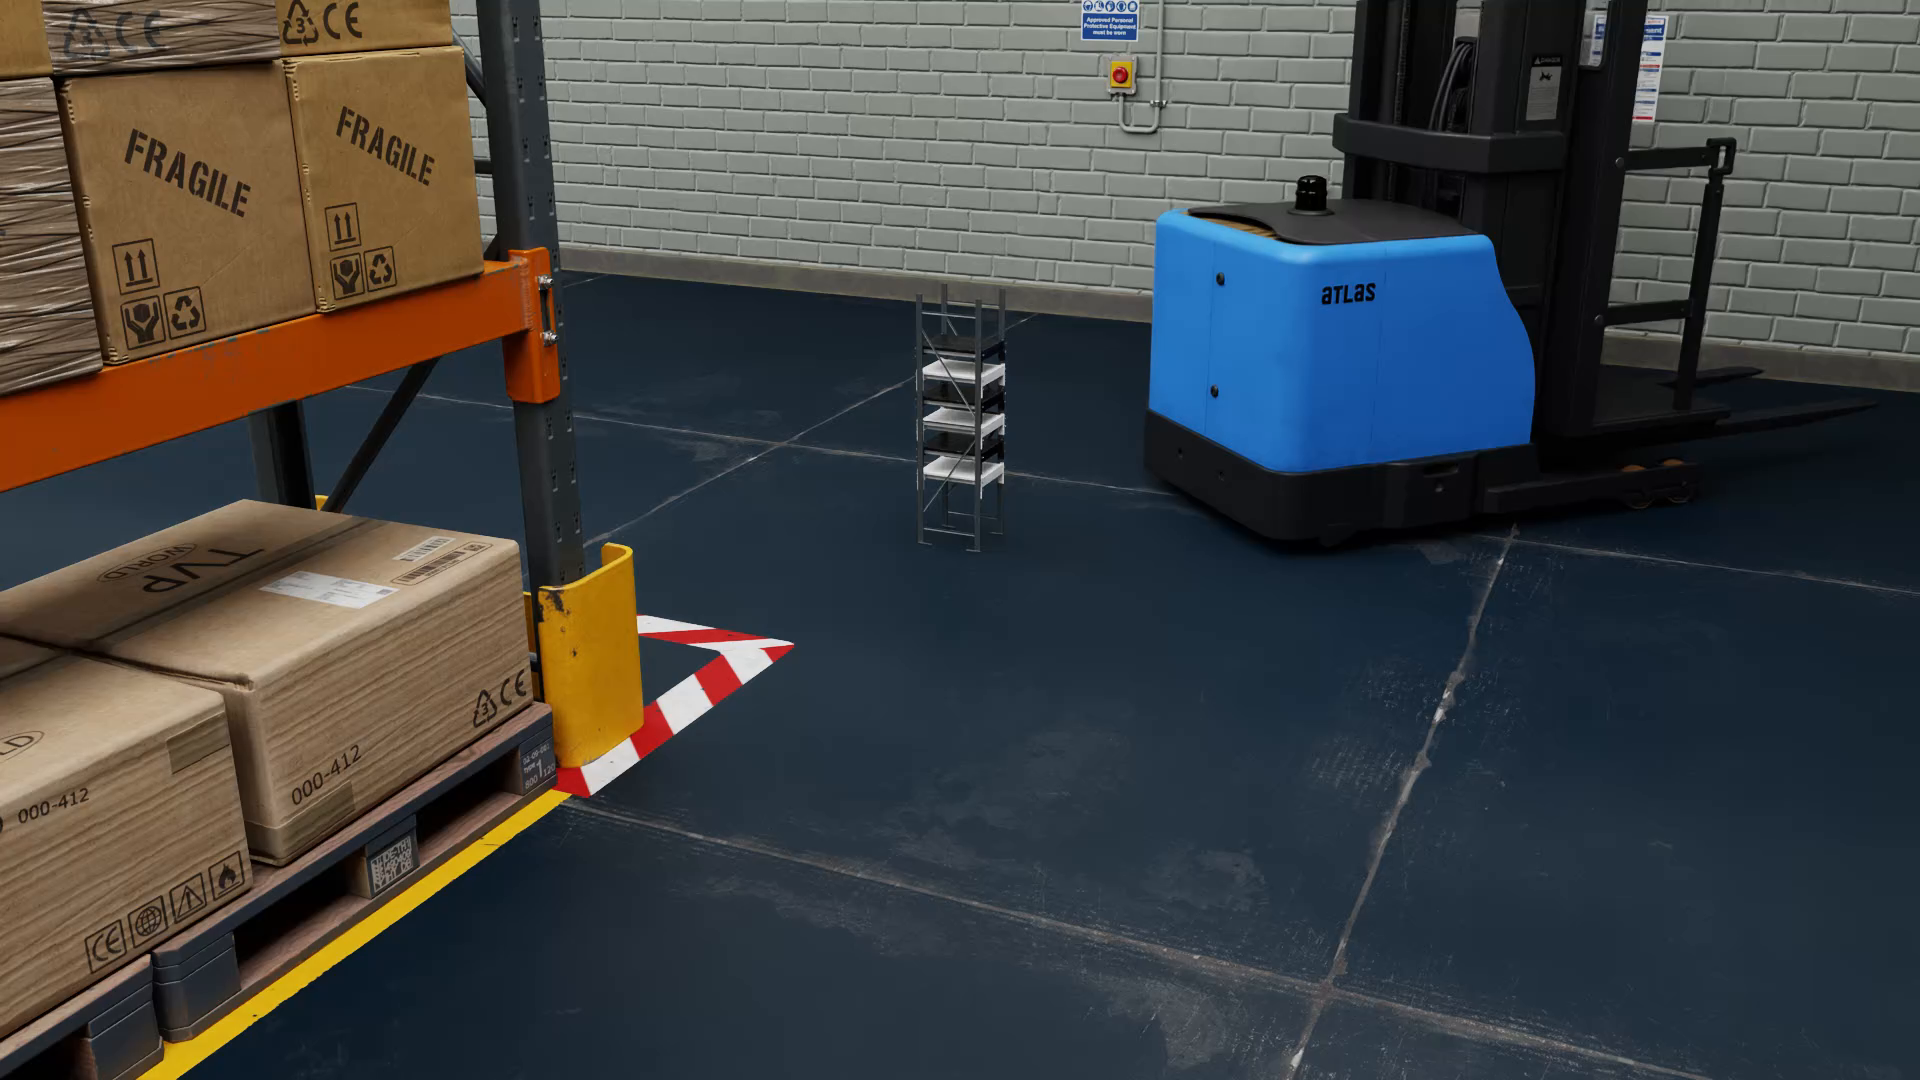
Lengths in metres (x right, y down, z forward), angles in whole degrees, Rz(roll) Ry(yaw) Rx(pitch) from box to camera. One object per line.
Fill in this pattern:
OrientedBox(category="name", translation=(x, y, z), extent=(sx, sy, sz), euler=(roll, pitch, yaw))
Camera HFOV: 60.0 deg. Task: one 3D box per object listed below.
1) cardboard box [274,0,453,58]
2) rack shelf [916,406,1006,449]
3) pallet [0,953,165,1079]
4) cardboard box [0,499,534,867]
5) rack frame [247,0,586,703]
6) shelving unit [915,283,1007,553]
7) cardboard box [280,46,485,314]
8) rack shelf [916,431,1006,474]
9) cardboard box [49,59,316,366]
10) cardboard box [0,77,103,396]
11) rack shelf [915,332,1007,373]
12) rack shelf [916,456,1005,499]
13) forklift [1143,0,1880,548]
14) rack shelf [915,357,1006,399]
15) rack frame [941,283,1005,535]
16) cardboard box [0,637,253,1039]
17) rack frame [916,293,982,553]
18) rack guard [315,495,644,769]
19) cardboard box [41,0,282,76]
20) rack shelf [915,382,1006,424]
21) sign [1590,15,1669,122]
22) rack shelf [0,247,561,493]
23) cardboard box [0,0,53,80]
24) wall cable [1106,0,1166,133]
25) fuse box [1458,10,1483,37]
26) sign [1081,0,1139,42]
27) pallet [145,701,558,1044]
OrientedBox(category="cardboard box", translation=(-1.437, -1.278, 3.444), extent=(0.500, 0.500, 0.500), euler=(9, 22, 24))
OrientedBox(category="rack shelf", translation=(0.003, -0.395, 5.836), extent=(0.258, 0.077, 0.200), euler=(9, 21, 23))
OrientedBox(category="pallet", translation=(-2.214, 1.001, 2.840), extent=(1.003, 0.211, 1.213), euler=(9, 21, 23))
OrientedBox(category="cardboard box", translation=(-1.636, 0.285, 3.888), extent=(0.875, 0.438, 0.875), euler=(8, 21, 21))
OrientedBox(category="rack frame", translation=(-1.457, -0.940, 4.135), extent=(1.000, 3.000, 0.127), euler=(9, 21, 23))
OrientedBox(category="shelving unit", translation=(0.003, -0.426, 5.825), extent=(0.258, 0.900, 0.210), euler=(9, 21, 23))
OrientedBox(category="cardboard box", translation=(-1.413, -0.803, 3.601), extent=(0.500, 0.500, 0.500), euler=(9, 21, 23))
OrientedBox(category="rack shelf", translation=(0.003, -0.310, 5.866), extent=(0.258, 0.077, 0.200), euler=(9, 21, 23))
OrientedBox(category="cardboard box", translation=(-1.632, -0.652, 3.176), extent=(0.500, 0.500, 0.500), euler=(8, 21, 22))
OrientedBox(category="cardboard box", translation=(-1.834, -0.493, 2.730), extent=(0.500, 0.500, 0.500), euler=(9, 22, 24))
OrientedBox(category="rack shelf", translation=(0.003, -0.649, 5.746), extent=(0.258, 0.077, 0.200), euler=(9, 21, 23))
OrientedBox(category="rack shelf", translation=(0.003, -0.225, 5.896), extent=(0.258, 0.077, 0.200), euler=(9, 21, 23))
OrientedBox(category="forklift", translation=(2.292, -1.653, 6.241), extent=(3.031, 2.935, 1.130), euler=(-8, 21, -21))
OrientedBox(category="rack shelf", translation=(0.003, -0.565, 5.776), extent=(0.258, 0.077, 0.200), euler=(9, 21, 23))
OrientedBox(category="rack frame", translation=(0.045, -0.458, 5.912), extent=(0.240, 0.900, 0.006), euler=(9, 21, 23))
OrientedBox(category="cardboard box", translation=(-2.003, 0.566, 3.098), extent=(0.875, 0.438, 0.875), euler=(9, 22, 24))
OrientedBox(category="rack frame", translation=(-0.038, -0.395, 5.738), extent=(0.240, 0.900, 0.006), euler=(9, 21, 23))
OrientedBox(category="rack guard", translation=(-1.447, 0.231, 4.574), extent=(1.175, 0.500, 0.348), euler=(9, 21, 23))
OrientedBox(category="cardboard box", translation=(-1.624, -1.114, 2.984), extent=(0.500, 0.500, 0.500), euler=(9, 21, 23))
OrientedBox(category="rack shelf", translation=(0.003, -0.480, 5.806), extent=(0.258, 0.077, 0.200), euler=(9, 21, 23))
OrientedBox(category="sign", translation=(3.223, -2.285, 8.058), extent=(0.329, 0.494, 0.001), euler=(9, 21, 23))
OrientedBox(category="rack shelf", translation=(-2.276, 0.011, 2.536), extent=(1.077, 0.370, 4.000), euler=(9, 21, 23))
OrientedBox(category="cardboard box", translation=(-1.829, -0.963, 2.560), extent=(0.500, 0.500, 0.500), euler=(8, 21, 22))
OrientedBox(category="wall cable", translation=(0.831, -3.160, 8.815), extent=(0.585, 1.953, 0.123), euler=(9, 21, 23))
OrientedBox(category="fuse box", translation=(2.688, -1.727, 8.271), extent=(0.539, 1.711, 0.414), euler=(9, 21, 23))
OrientedBox(category="sign", translation=(0.812, -2.819, 9.017), extent=(0.327, 0.218, 0.001), euler=(9, 21, 23))
OrientedBox(category="pallet", translation=(-1.713, 0.629, 3.885), extent=(1.003, 0.211, 1.213), euler=(9, 21, 23))
